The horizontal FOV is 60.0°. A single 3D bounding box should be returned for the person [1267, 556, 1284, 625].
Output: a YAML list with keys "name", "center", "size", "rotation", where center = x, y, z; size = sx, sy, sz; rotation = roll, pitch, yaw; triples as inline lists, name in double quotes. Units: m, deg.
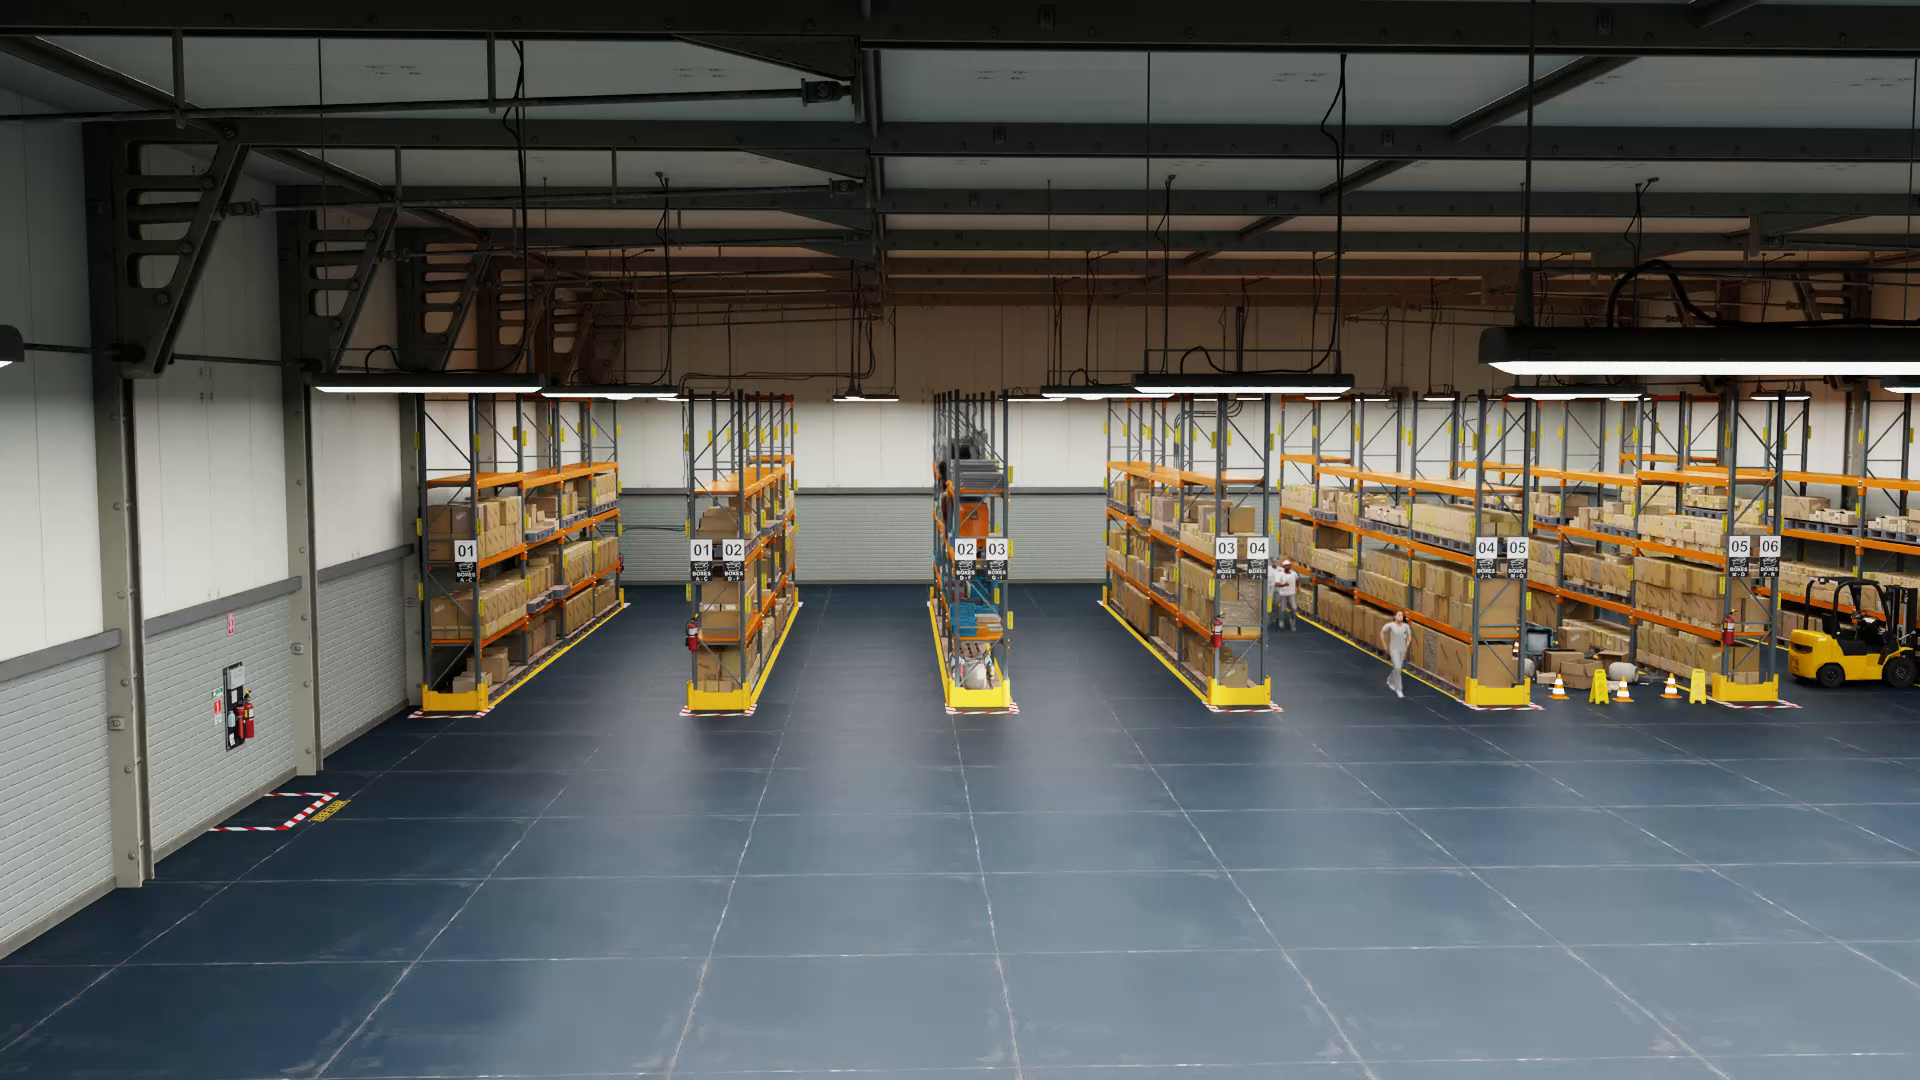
- name: "person"
  center: [8.192, 1.330, 43.352]
  size: [0.648, 1.827, 0.752]
  rotation: [0, 5, -5]

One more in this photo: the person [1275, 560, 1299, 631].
- name: "person"
  center: [8.307, 1.418, 42.161]
  size: [0.683, 1.824, 0.737]
  rotation: [0, 5, -3]

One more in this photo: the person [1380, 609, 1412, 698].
- name: "person"
  center: [8.630, 2.213, 32.835]
  size: [0.584, 1.701, 0.866]
  rotation: [-1, 5, -11]
